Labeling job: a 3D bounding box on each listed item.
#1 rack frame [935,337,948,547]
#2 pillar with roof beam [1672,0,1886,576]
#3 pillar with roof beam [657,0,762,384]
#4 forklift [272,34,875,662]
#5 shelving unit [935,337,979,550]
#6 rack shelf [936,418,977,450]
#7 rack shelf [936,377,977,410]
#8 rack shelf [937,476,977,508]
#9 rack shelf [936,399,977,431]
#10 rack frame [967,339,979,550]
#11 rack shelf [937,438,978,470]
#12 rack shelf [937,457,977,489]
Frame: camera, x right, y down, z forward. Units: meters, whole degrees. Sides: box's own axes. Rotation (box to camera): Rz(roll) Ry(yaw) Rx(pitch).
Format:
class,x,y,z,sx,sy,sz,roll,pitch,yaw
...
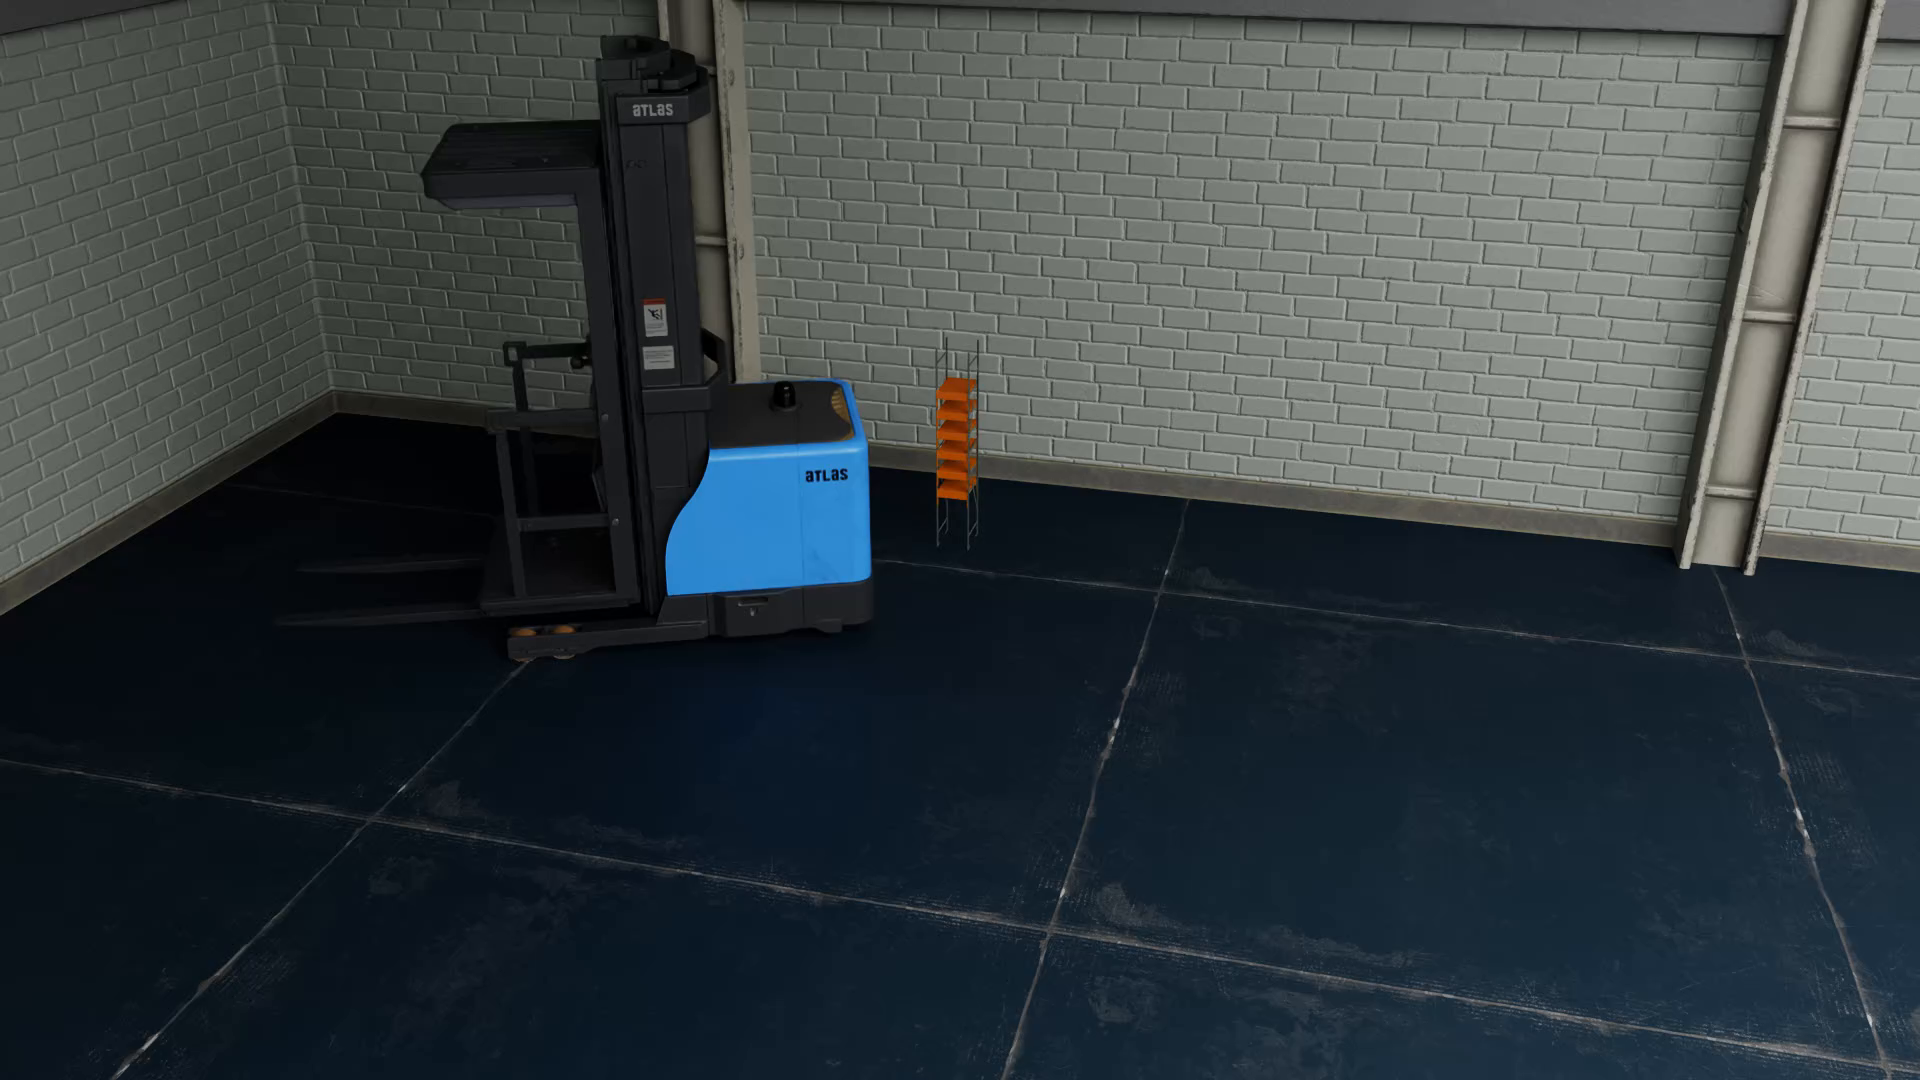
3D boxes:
class,x,y,z,sx,sy,sz,roll,pitch,yaw
rack frame,-0.103,-0.553,9.516,0.006,1.200,0.240,6,26,13
pillar with roof beam,3.230,-2.156,3.811,0.400,9.000,9.100,6,26,13
pillar with roof beam,-2.581,-2.799,5.160,0.400,9.000,9.100,6,26,13
forklift,-2.012,-0.946,8.328,3.031,2.935,1.130,-4,26,-8
shelving unit,-0.014,-0.543,9.495,0.189,1.200,0.258,6,26,13
rack shelf,-0.014,-0.612,9.463,0.180,0.103,0.258,6,26,13
rack shelf,-0.014,-0.828,9.360,0.180,0.103,0.258,6,26,13
rack shelf,-0.014,-0.286,9.618,0.180,0.103,0.258,6,26,13
rack shelf,-0.014,-0.720,9.411,0.180,0.103,0.258,6,26,13
rack frame,0.075,-0.533,9.475,0.006,1.200,0.240,6,26,13
rack shelf,-0.014,-0.503,9.514,0.180,0.103,0.258,6,26,13
rack shelf,-0.014,-0.395,9.566,0.180,0.103,0.258,6,26,13
